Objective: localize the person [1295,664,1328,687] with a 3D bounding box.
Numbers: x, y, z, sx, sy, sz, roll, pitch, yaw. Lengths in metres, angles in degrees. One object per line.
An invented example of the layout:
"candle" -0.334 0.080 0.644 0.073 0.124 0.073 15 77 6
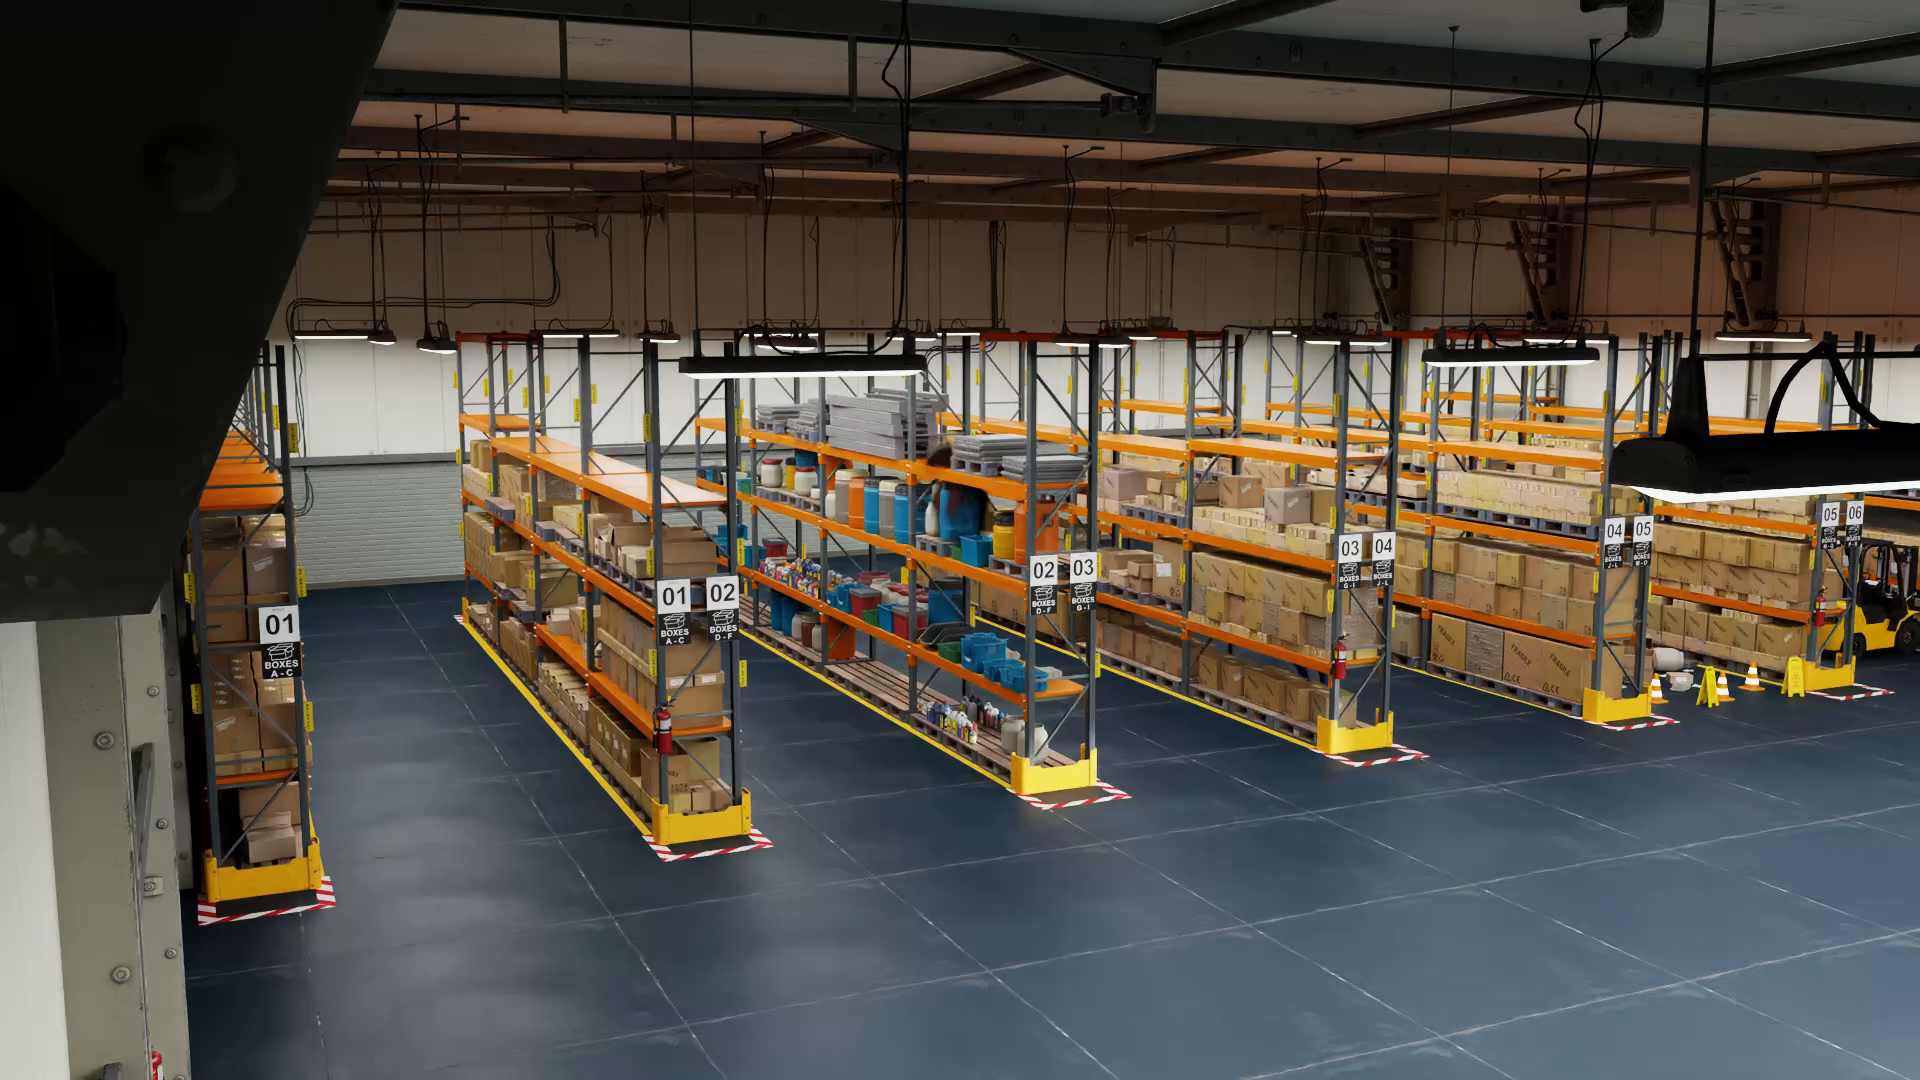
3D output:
"person" 5.984 1.764 28.049 0.635 1.668 0.351 5 9 35
